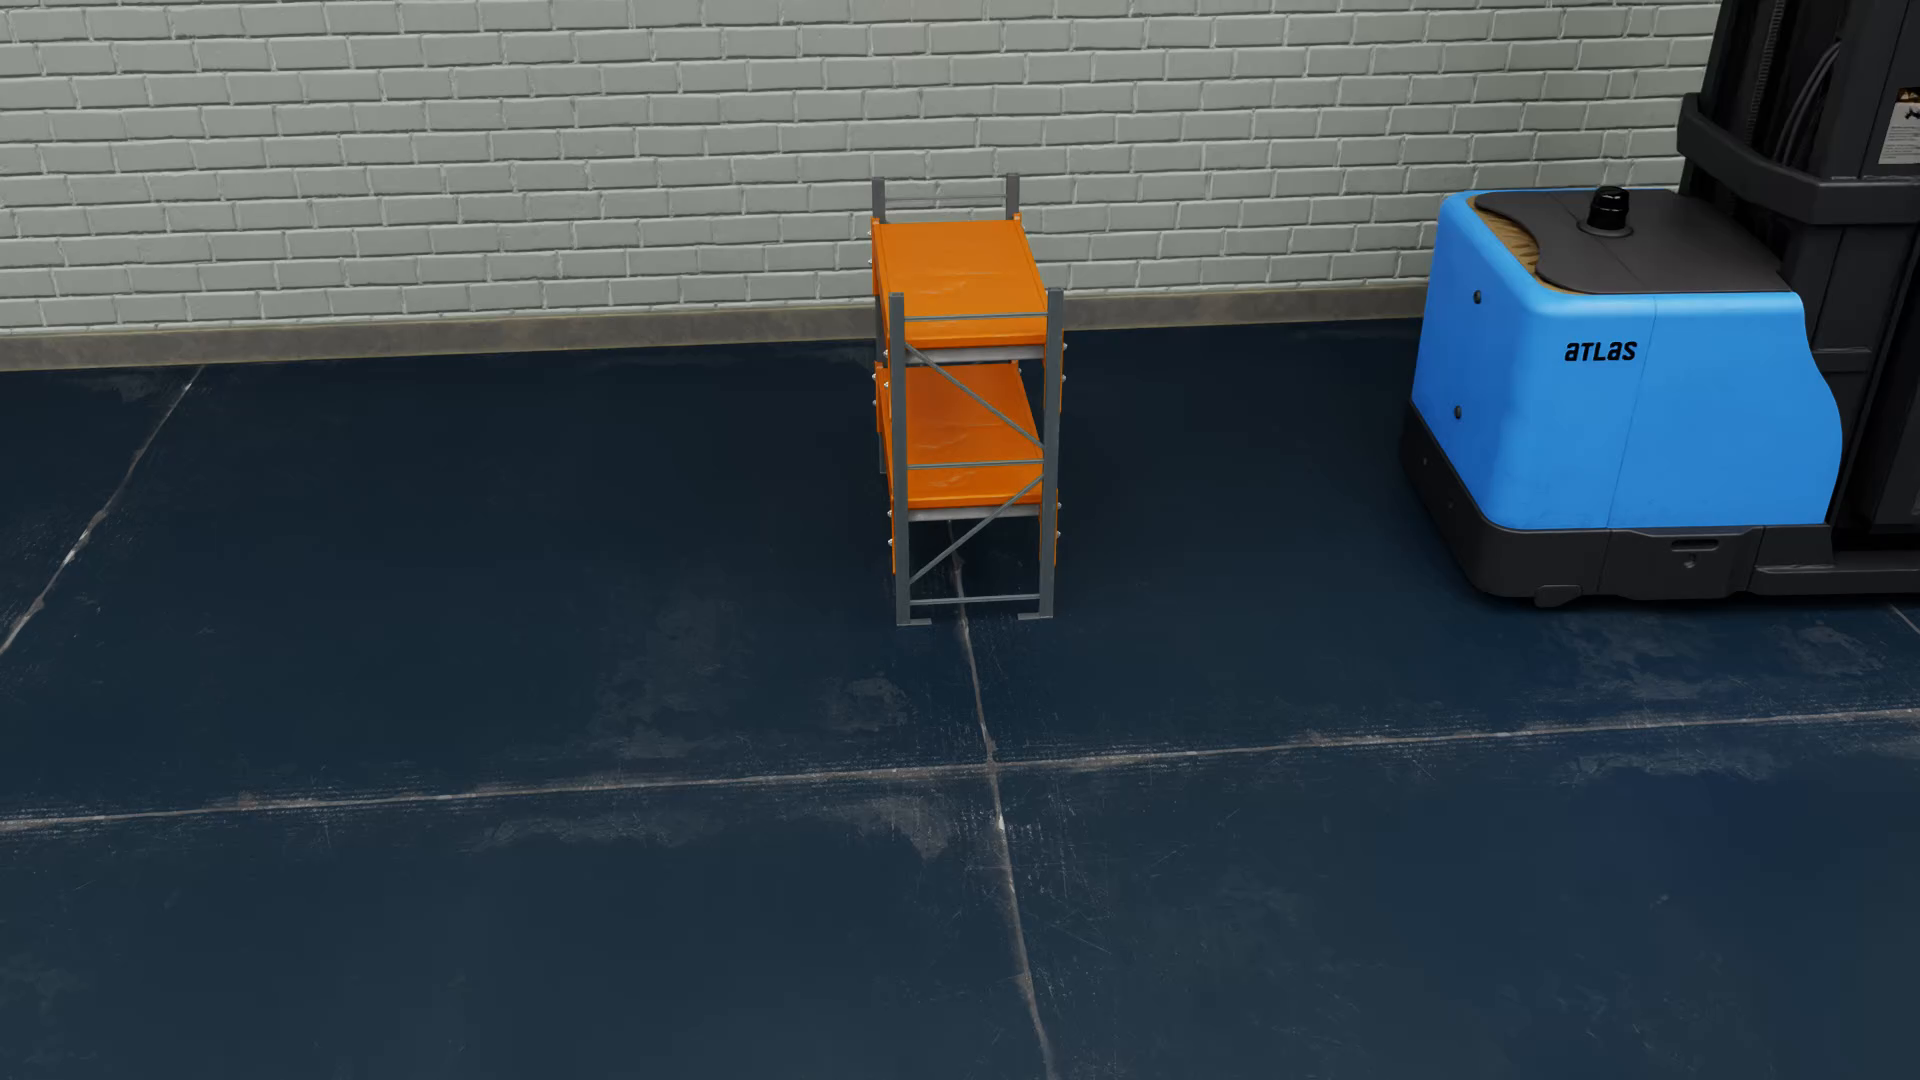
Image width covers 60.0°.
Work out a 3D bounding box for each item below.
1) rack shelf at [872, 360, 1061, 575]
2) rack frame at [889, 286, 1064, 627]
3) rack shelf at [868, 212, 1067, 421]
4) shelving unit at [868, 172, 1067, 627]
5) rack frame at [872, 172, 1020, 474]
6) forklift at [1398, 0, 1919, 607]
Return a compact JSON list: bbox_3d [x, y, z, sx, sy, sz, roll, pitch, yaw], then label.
[{"bbox_3d":[-0.001,-0.276,5.593,0.538,0.278,1.000,-3,31,-5],"label":"rack shelf"},{"bbox_3d":[0.047,-0.227,5.033,0.500,1.125,0.032,-3,31,-5],"label":"rack frame"},{"bbox_3d":[-0.001,-0.738,5.317,0.538,0.278,1.000,-3,31,-5],"label":"rack shelf"},{"bbox_3d":[-0.001,-0.486,5.467,0.538,1.125,1.048,-3,31,-5],"label":"shelving unit"},{"bbox_3d":[-0.048,-0.746,5.902,0.500,1.125,0.032,-3,31,-5],"label":"rack frame"},{"bbox_3d":[3.145,-1.313,5.091,3.031,2.935,1.130,-1,31,-2],"label":"forklift"}]
